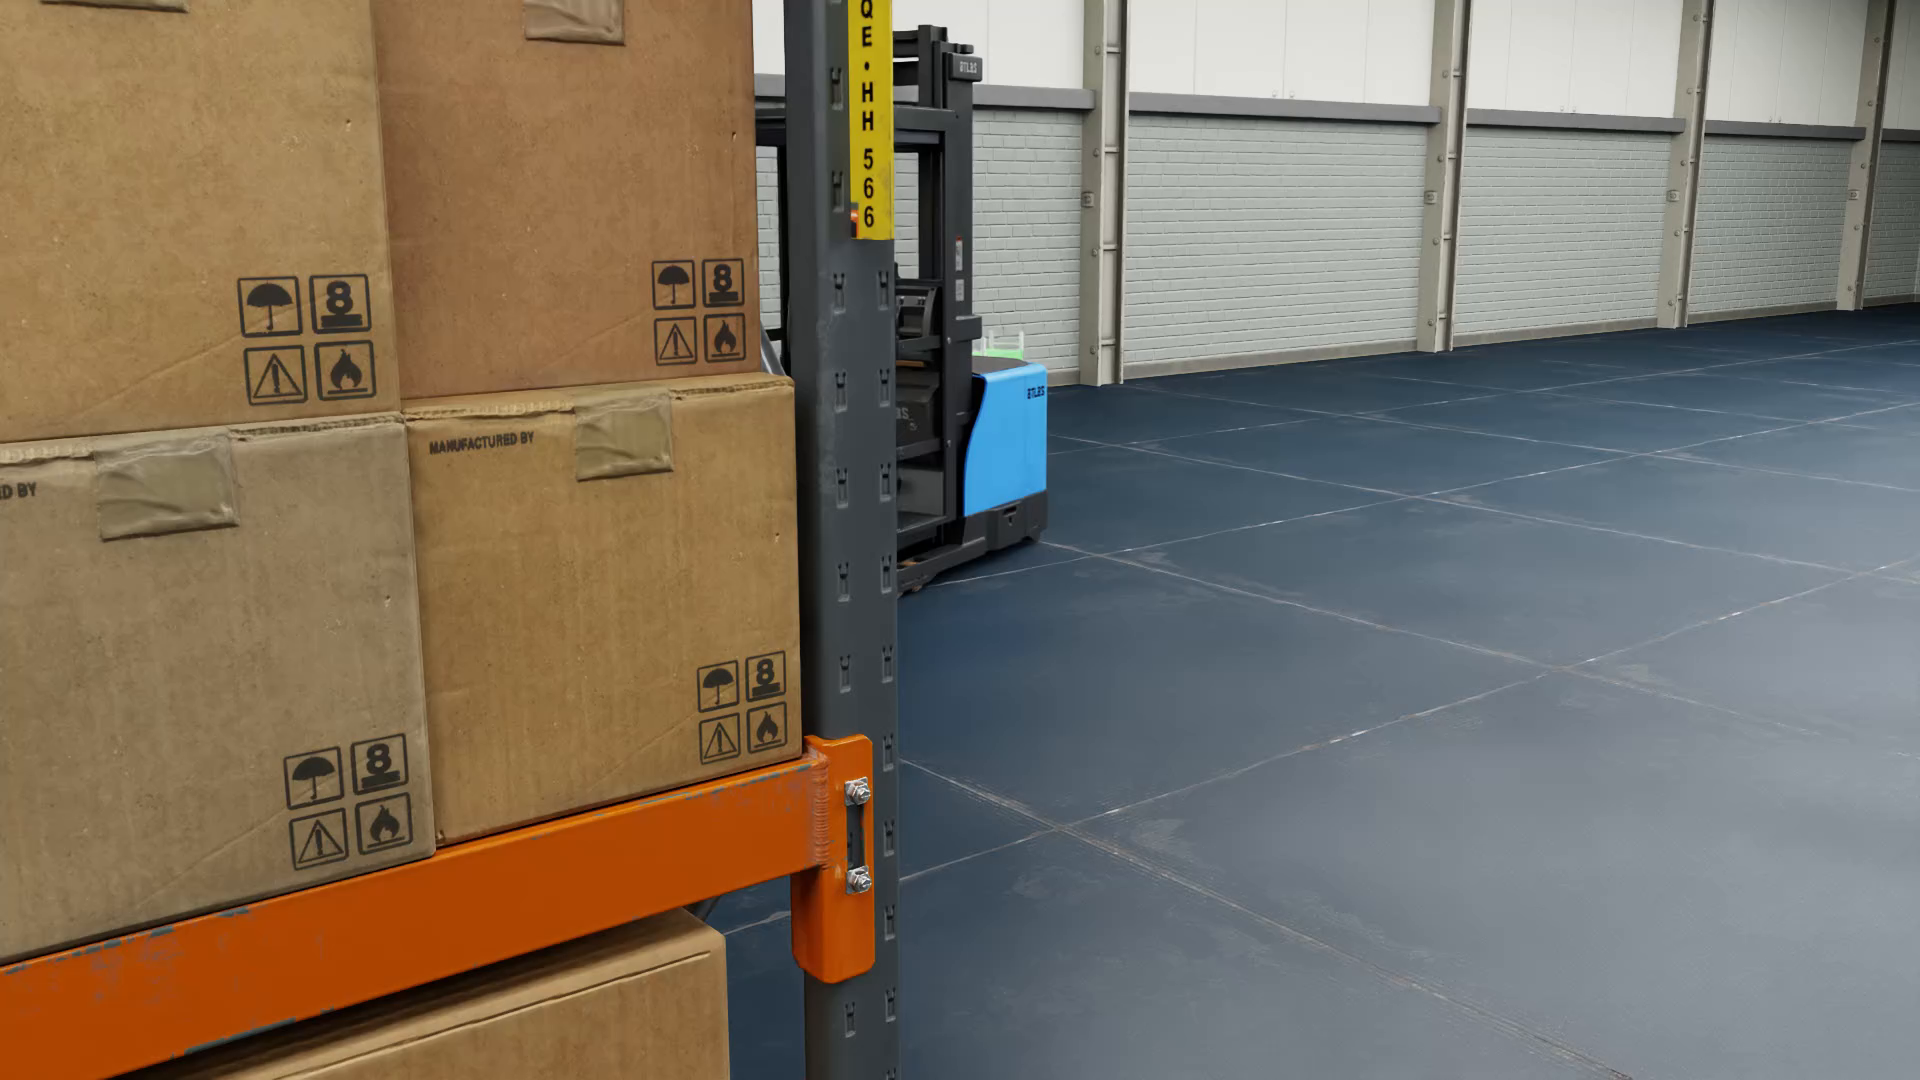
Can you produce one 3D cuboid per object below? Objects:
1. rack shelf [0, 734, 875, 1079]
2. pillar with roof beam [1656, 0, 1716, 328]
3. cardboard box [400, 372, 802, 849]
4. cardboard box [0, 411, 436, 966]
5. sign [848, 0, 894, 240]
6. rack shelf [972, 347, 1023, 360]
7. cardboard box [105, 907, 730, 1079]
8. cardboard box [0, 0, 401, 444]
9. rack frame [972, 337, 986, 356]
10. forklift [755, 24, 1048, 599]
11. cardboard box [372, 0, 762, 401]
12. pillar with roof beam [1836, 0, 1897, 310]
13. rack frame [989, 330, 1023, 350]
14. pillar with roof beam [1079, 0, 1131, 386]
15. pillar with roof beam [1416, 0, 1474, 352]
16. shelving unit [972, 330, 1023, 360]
[{"bbox_3d":[-2.010,0.640,1.626,4.000,0.370,1.077,-9,15,-38],"label":"rack shelf"},{"bbox_3d":[13.600,-6.972,21.299,0.400,9.000,9.100,-9,15,-38],"label":"pillar with roof beam"},{"bbox_3d":[-0.710,0.011,2.497,0.550,0.550,0.875,-9,15,-38],"label":"cardboard box"},{"bbox_3d":[-1.125,0.085,2.144,0.550,0.550,0.875,-9,15,-38],"label":"cardboard box"},{"bbox_3d":[-0.120,-0.564,2.206,0.005,0.325,0.100,-9,15,-38],"label":"sign"},{"bbox_3d":[0.174,-1.121,10.518,0.258,0.148,0.480,7,14,30],"label":"rack shelf"},{"bbox_3d":[-0.936,0.961,2.486,0.875,0.875,0.875,-9,15,-37],"label":"cardboard box"},{"bbox_3d":[-1.134,-0.445,2.042,0.550,0.550,0.875,-9,15,-38],"label":"cardboard box"},{"bbox_3d":[0.050,-0.671,10.398,0.240,1.200,0.015,7,14,30],"label":"rack frame"},{"bbox_3d":[-0.644,-1.232,8.875,1.130,2.935,3.031,7,14,30],"label":"forklift"},{"bbox_3d":[-0.762,-0.531,2.449,0.550,0.550,0.875,-9,15,-38],"label":"cardboard box"},{"bbox_3d":[18.285,-7.751,24.966,0.400,9.000,9.100,-9,15,-38],"label":"pillar with roof beam"},{"bbox_3d":[0.297,-0.758,10.810,0.240,1.200,0.015,7,14,30],"label":"rack frame"},{"bbox_3d":[4.230,-5.415,13.966,0.400,9.000,9.100,-9,15,-38],"label":"pillar with roof beam"},{"bbox_3d":[8.915,-6.194,17.633,0.400,9.000,9.100,-9,15,-38],"label":"pillar with roof beam"},{"bbox_3d":[0.174,-0.714,10.604,0.258,1.200,0.503,7,14,30],"label":"shelving unit"}]
